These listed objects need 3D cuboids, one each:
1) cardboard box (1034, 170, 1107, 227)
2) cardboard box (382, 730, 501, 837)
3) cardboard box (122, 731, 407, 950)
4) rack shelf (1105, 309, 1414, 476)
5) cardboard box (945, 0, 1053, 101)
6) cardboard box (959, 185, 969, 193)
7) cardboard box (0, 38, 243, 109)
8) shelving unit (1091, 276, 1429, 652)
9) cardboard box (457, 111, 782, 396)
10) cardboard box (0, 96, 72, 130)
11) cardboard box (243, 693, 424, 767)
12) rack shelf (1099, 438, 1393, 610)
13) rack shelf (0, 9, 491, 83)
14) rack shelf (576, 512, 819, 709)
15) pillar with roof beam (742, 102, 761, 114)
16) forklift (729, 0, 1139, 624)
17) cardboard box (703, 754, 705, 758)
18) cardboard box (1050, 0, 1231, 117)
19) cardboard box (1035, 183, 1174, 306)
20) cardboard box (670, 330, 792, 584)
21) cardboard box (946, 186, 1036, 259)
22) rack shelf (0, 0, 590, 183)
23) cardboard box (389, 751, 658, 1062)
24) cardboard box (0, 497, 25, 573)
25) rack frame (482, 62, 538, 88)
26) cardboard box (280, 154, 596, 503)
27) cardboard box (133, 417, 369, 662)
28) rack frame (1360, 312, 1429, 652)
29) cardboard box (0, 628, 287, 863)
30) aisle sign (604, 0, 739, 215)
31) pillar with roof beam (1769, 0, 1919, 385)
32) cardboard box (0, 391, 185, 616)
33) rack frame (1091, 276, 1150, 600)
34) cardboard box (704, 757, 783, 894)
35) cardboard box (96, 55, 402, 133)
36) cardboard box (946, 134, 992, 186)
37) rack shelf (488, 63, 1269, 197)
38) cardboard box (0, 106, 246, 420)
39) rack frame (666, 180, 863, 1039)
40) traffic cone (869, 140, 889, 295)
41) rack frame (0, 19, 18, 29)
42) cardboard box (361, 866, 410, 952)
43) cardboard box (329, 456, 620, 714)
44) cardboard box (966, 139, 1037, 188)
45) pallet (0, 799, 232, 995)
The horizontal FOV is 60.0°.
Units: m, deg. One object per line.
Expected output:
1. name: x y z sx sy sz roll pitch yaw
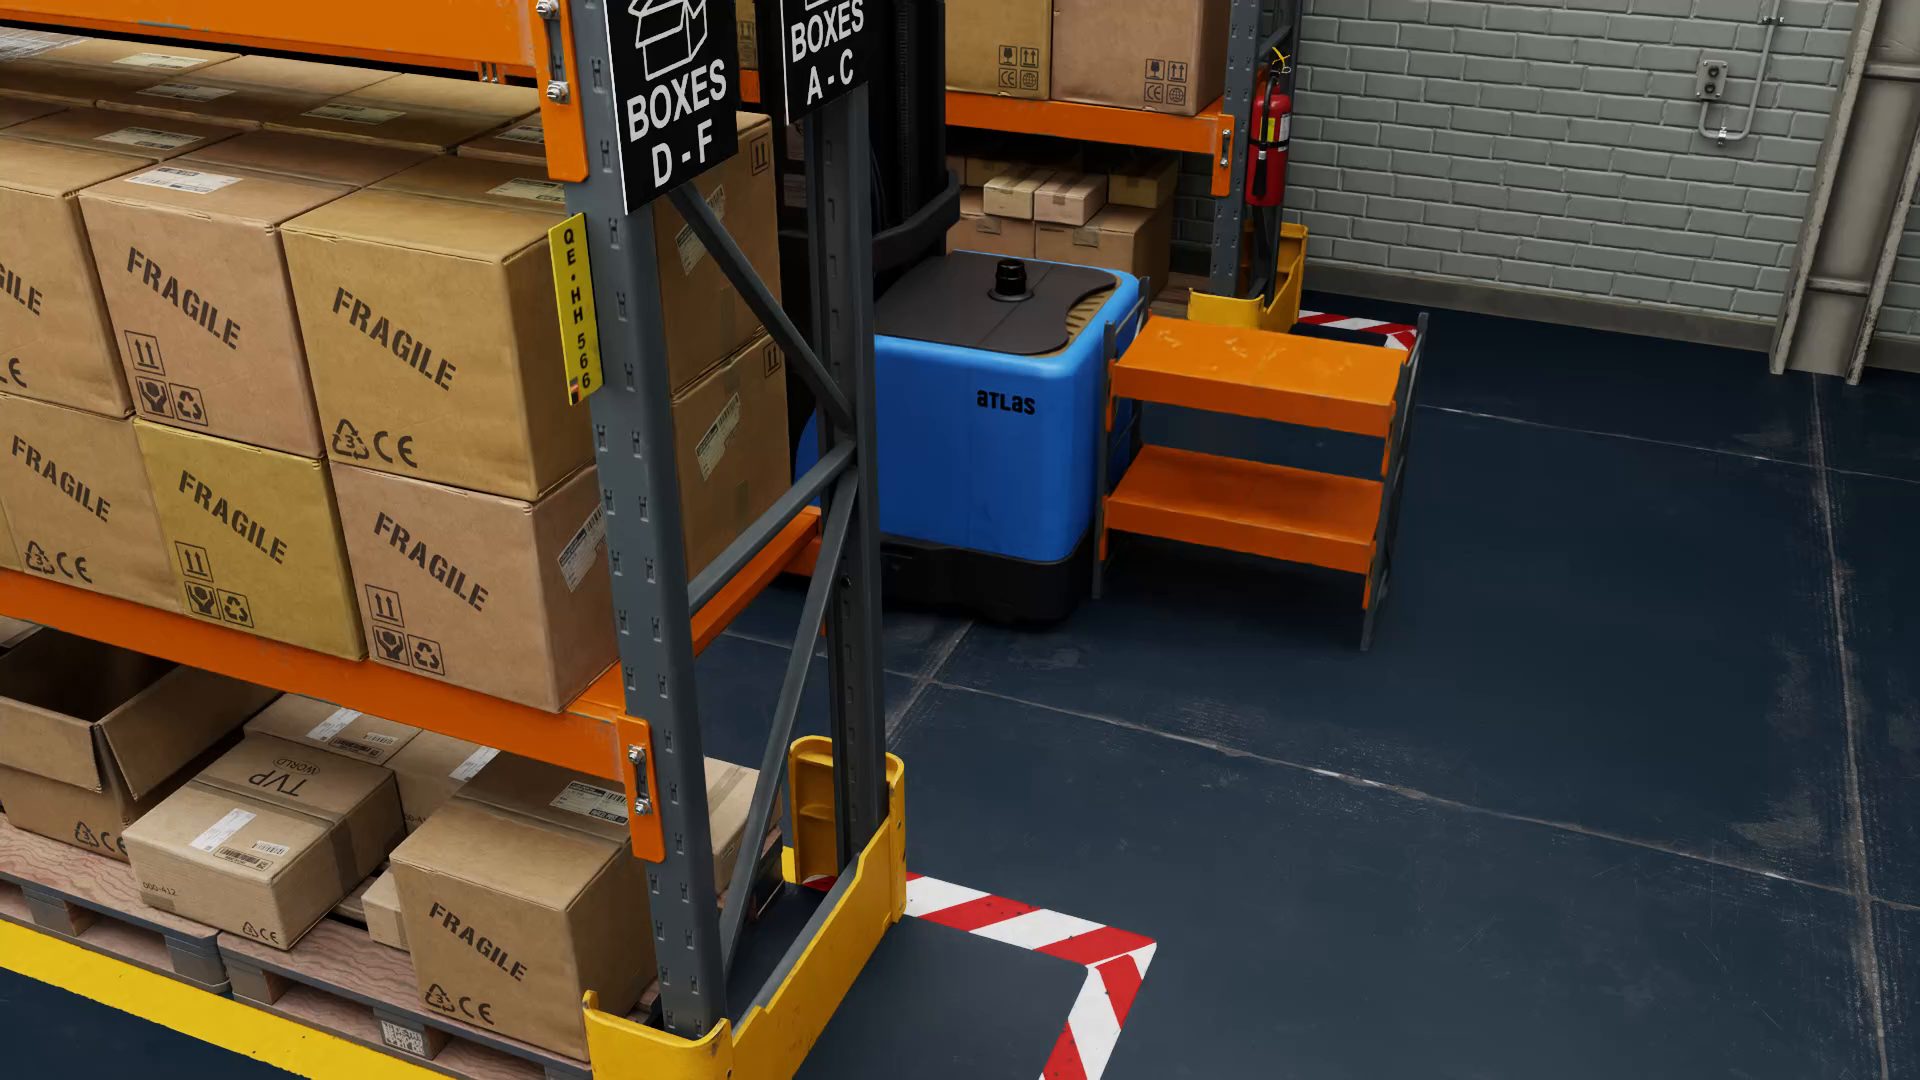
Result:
1. cardboard box: 0.541 -1.670 8.111 0.250 0.149 0.380 11 31 19
2. cardboard box: -1.305 0.674 4.857 0.500 0.250 0.500 11 31 19
3. cardboard box: -1.910 0.818 4.601 0.500 0.250 0.500 11 31 19
4. rack shelf: 1.081 -0.544 5.974 1.000 0.278 0.538 11 31 18
5. cardboard box: 0.260 -2.619 8.030 0.700 0.700 0.980 11 31 19
6. cardboard box: -0.202 -1.633 8.704 0.500 0.500 0.700 10 31 17
7. cardboard box: -2.177 -0.972 4.304 0.500 0.500 0.500 11 31 19
8. shelving unit: 1.081 -0.289 6.118 1.048 1.125 0.538 11 31 18
9. cardboard box: -0.757 -0.691 3.806 0.500 0.500 0.500 12 32 21
10. cardboard box: -2.387 -0.727 3.870 0.500 0.500 0.500 12 32 21
11. cardboard box: -1.768 0.581 5.021 0.500 0.250 0.500 11 31 19
12. rack shelf: 1.081 -0.076 6.238 1.000 0.278 0.538 11 31 18
13. rack shelf: -4.145 -3.066 9.856 4.000 0.370 1.077 11 31 19
14. rack shelf: -2.298 -0.151 4.502 3.809 0.124 0.919 11 31 19
15. pillar with roof beam: -2.937 -3.923 4.545 0.400 9.000 9.100 11 31 19
16. forklift: -0.857 -1.410 6.266 3.031 2.935 1.130 11 31 18
17. cardboard box: -0.935 0.752 4.803 0.250 0.166 0.380 11 31 19
18. cardboard box: 0.938 -2.489 7.801 0.700 0.700 0.980 13 32 21
19. cardboard box: 0.728 -1.447 8.376 0.500 0.500 0.700 11 31 19
20. cardboard box: -0.757 -0.255 4.052 0.500 0.500 0.500 12 32 20
21. cardboard box: 0.265 -1.540 8.540 0.500 0.500 0.700 11 31 19
22. rack shelf: -2.298 -1.372 3.812 4.000 0.370 1.077 11 31 19
23. cardboard box: -1.041 0.899 4.204 0.500 0.500 0.500 11 31 19
24. cardboard box: -2.371 -0.294 4.120 0.500 0.500 0.500 11 31 18
25. rack frame: -2.292 -3.009 9.025 0.127 3.000 1.000 11 31 19
26. cardboard box: -0.960 -0.445 3.372 0.500 0.500 0.500 11 31 19
27. cardboard box: -1.444 -0.106 3.788 0.500 0.500 0.500 12 31 20
28. rack frame: 1.556 -0.200 5.960 0.032 1.125 0.500 11 31 18
29. cardboard box: -2.408 0.491 4.923 0.637 0.503 0.797 11 31 19
30. aisle sign: -0.496 -0.989 2.809 0.004 0.787 0.394 11 31 19
31. pillar with roof beam: 2.623 -2.812 2.581 0.400 9.000 9.100 11 31 19
32. cardboard box: -1.904 -0.201 3.955 0.500 0.500 0.500 12 31 20
33. rack frame: 0.606 -0.378 6.276 0.032 1.125 0.500 11 31 18
34. cardboard box: -0.703 0.806 4.726 0.250 0.149 0.380 11 31 19
35. cardboard box: -1.706 -0.879 4.138 0.500 0.500 0.500 12 32 20
36. cardboard box: -0.018 -1.984 8.667 0.250 0.149 0.380 12 32 20
37. rack shelf: -0.439 -2.326 8.547 4.000 0.370 1.077 11 31 19
38. cardboard box: -1.911 -0.632 3.702 0.500 0.500 0.500 12 32 20
39. rack frame: -0.443 -0.011 3.721 0.053 2.616 0.949 11 31 19
40. traffic cone: -0.410 -1.012 6.339 0.307 1.202 0.062 11 31 19
41. rack frame: -6.000 -3.747 10.331 0.053 2.616 0.949 11 31 19
42. cardboard box: -1.382 0.928 4.492 0.250 0.166 0.380 11 31 19
43. cardboard box: -0.962 -0.012 3.621 0.500 0.500 0.500 12 32 21
44. cardboard box: 0.218 -1.938 8.584 0.250 0.149 0.380 12 31 20
45. pallet: -2.381 0.817 5.090 1.213 0.211 1.003 11 31 19
